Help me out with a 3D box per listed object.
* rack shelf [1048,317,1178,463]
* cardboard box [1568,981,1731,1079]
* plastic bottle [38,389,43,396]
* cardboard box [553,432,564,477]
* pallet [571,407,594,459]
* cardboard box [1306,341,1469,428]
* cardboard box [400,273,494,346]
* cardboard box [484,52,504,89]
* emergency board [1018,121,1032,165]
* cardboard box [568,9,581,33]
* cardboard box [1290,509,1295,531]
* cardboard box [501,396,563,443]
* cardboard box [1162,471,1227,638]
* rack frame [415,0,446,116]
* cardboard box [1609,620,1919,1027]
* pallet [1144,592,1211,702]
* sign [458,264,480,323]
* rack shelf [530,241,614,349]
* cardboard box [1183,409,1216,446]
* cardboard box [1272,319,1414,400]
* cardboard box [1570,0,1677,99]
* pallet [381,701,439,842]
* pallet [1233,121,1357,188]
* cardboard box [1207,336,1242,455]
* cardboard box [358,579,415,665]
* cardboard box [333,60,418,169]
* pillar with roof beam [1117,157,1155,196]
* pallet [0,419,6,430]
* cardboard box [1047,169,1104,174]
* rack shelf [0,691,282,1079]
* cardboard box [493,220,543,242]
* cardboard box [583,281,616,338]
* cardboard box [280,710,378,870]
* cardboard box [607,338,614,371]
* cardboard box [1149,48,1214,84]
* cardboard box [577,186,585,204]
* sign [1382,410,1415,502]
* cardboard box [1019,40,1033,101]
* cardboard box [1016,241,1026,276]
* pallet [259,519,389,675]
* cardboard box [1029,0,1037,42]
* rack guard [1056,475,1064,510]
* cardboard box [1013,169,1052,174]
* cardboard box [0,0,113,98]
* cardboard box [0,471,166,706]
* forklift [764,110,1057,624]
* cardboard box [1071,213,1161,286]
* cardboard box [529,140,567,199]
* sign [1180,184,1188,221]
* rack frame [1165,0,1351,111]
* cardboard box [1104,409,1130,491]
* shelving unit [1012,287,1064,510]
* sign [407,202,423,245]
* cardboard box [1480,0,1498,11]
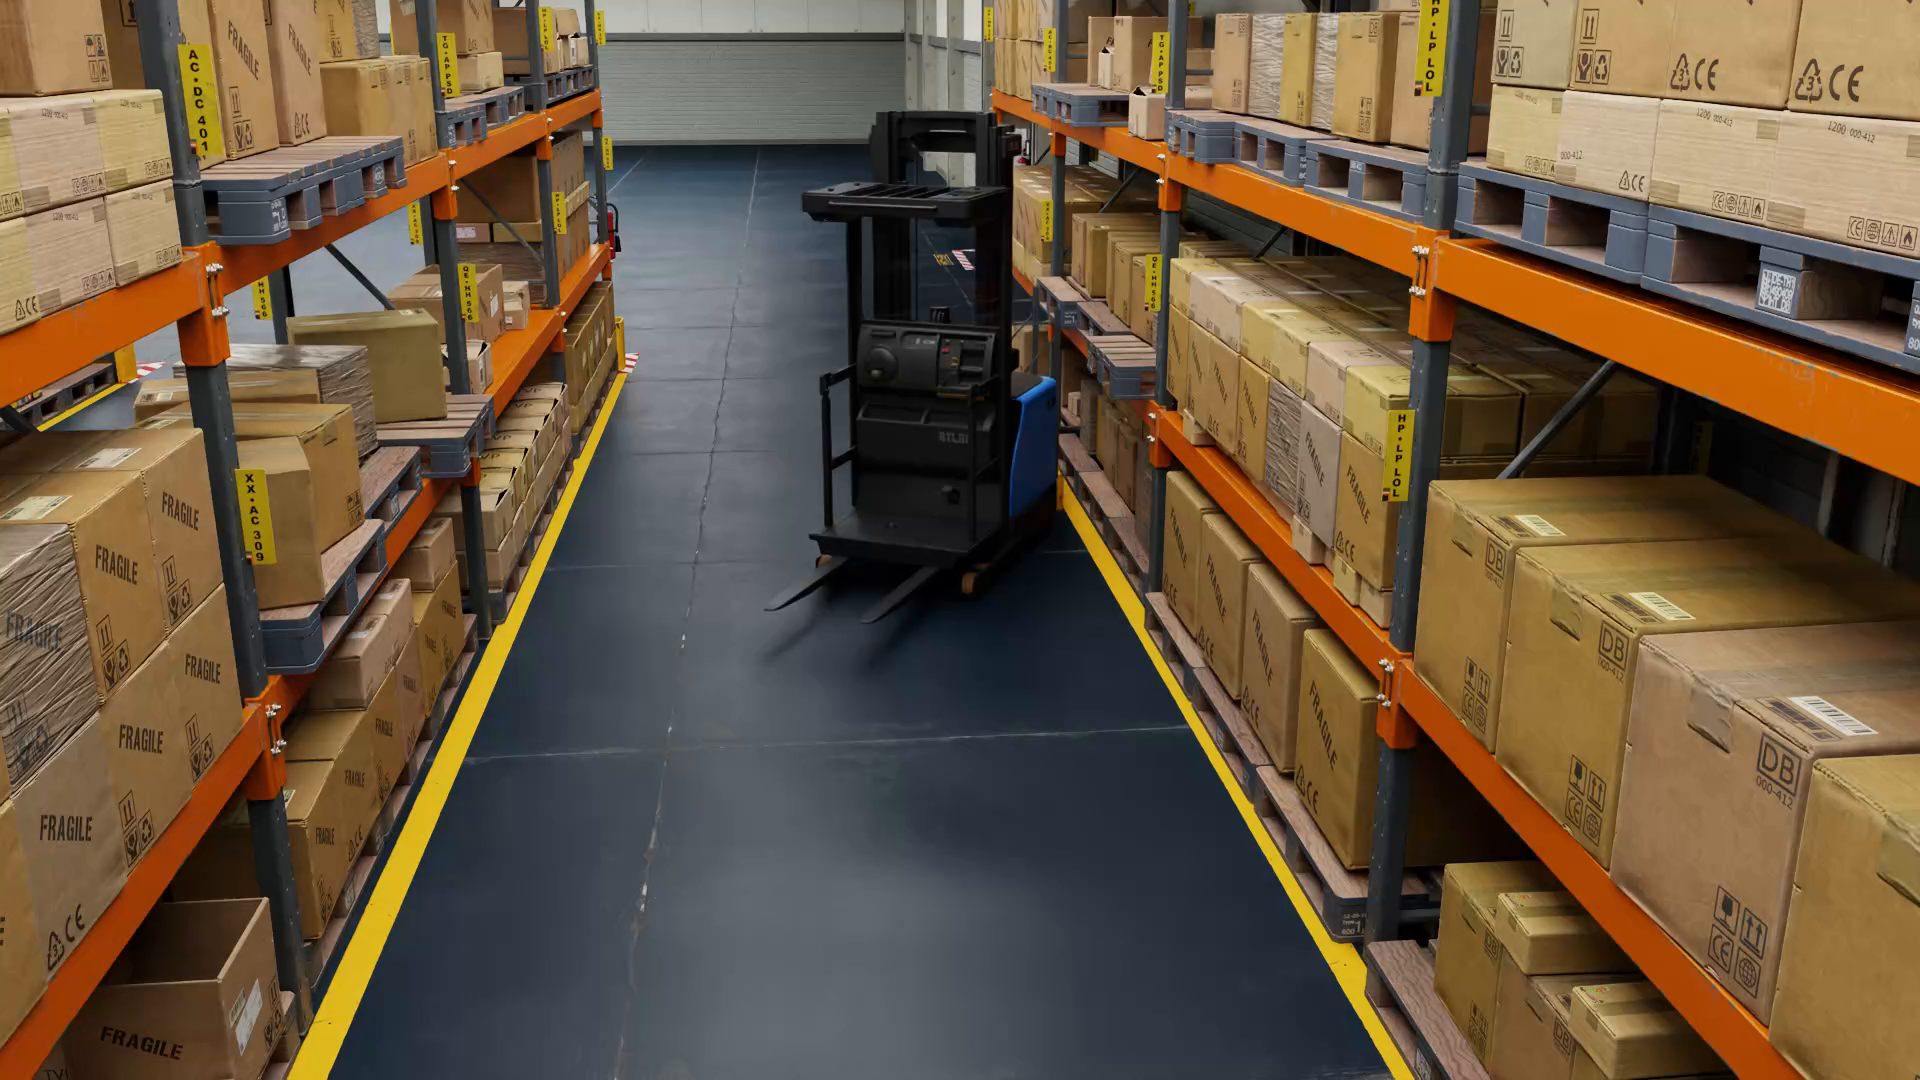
[{"bbox_3d":[1.452,-1.242,11.826,1.077,0.370,4.000,-2,18,-6],"label":"rack shelf"},{"bbox_3d":[1.954,1.374,4.681,0.380,0.149,0.250,-2,18,-7],"label":"cardboard box"},{"bbox_3d":[-8.396,-1.408,15.091,0.097,0.201,0.097,0,17,0],"label":"plastic bottle"},{"bbox_3d":[-3.300,-0.650,12.629,0.500,0.250,0.500,-2,18,-6],"label":"cardboard box"},{"bbox_3d":[-3.722,-0.935,14.302,1.003,0.211,1.213,-2,18,-6],"label":"pallet"},{"bbox_3d":[1.725,-0.638,6.754,0.500,0.250,0.500,-1,17,-4],"label":"cardboard box"},{"bbox_3d":[-3.512,-1.539,11.405,0.500,0.500,0.500,-2,18,-6],"label":"cardboard box"},{"bbox_3d":[-3.627,-3.403,12.050,0.500,0.250,0.500,0,17,0],"label":"cardboard box"},{"bbox_3d":[0.930,-5.716,24.876,0.194,1.169,0.643,-2,18,-6],"label":"emergency board"},{"bbox_3d":[-4.039,-4.795,15.827,0.797,0.503,0.637,-1,17,-2],"label":"cardboard box"},{"bbox_3d":[1.678,-0.084,7.323,0.380,0.149,0.250,-2,18,-6],"label":"cardboard box"},{"bbox_3d":[-3.295,-0.916,12.541,0.500,0.311,0.500,-1,17,-4],"label":"cardboard box"},{"bbox_3d":[1.603,0.059,9.369,0.750,0.750,0.750,-2,18,-6],"label":"cardboard box"},{"bbox_3d":[-3.269,-3.697,8.431,1.000,3.000,0.127,-2,18,-6],"label":"rack frame"},{"bbox_3d":[2.265,0.656,4.080,0.980,0.700,0.700,-3,18,-8],"label":"cardboard box"},{"bbox_3d":[1.664,0.578,9.483,1.003,0.211,1.213,-2,18,-6],"label":"pallet"},{"bbox_3d":[-2.730,-1.369,9.230,0.100,0.325,0.005,-2,18,-6],"label":"sign"},{"bbox_3d":[-3.888,-2.280,15.131,1.077,0.370,4.000,-2,18,-6],"label":"rack shelf"},{"bbox_3d":[1.422,-0.617,9.019,0.380,0.149,0.250,-1,17,-4],"label":"cardboard box"},{"bbox_3d":[1.672,-0.790,7.238,0.500,0.250,0.500,-1,17,-5],"label":"cardboard box"},{"bbox_3d":[1.924,-1.389,4.216,0.500,0.500,0.500,-2,18,-7],"label":"cardboard box"},{"bbox_3d":[-3.107,1.082,7.880,1.003,0.211,1.213,-2,18,-6],"label":"pallet"},{"bbox_3d":[1.896,-1.807,7.733,1.003,0.211,1.213,-1,17,-3],"label":"pallet"},{"bbox_3d":[1.548,-0.732,8.303,0.500,0.500,0.500,-2,18,-6],"label":"cardboard box"},{"bbox_3d":[-2.819,0.382,7.638,0.500,0.250,0.500,-2,18,-7],"label":"cardboard box"},{"bbox_3d":[-3.138,-2.033,7.971,0.910,0.500,0.500,-2,18,-6],"label":"cardboard box"},{"bbox_3d":[-2.517,-5.920,15.511,9.100,9.000,0.400,-2,18,-6],"label":"pillar with roof beam"},{"bbox_3d":[-8.637,-0.746,13.701,1.003,0.211,1.213,-2,18,-6],"label":"pallet"},{"bbox_3d":[1.135,-3.384,16.415,0.500,0.500,0.500,-2,17,-5],"label":"cardboard box"},{"bbox_3d":[-2.650,1.296,3.743,1.077,0.370,4.000,-2,18,-6],"label":"rack shelf"},{"bbox_3d":[-3.516,-2.470,13.287,0.380,0.149,0.250,-2,18,-6],"label":"cardboard box"},{"bbox_3d":[-3.743,-2.314,16.678,0.500,0.500,0.500,-2,18,-6],"label":"cardboard box"},{"bbox_3d":[-2.730,1.029,6.830,0.500,0.500,0.500,-2,17,-5],"label":"cardboard box"},{"bbox_3d":[-3.681,-1.808,16.317,0.500,0.250,0.500,-2,18,-6],"label":"cardboard box"},{"bbox_3d":[1.617,-2.868,10.592,0.797,0.503,0.637,1,17,2],"label":"cardboard box"},{"bbox_3d":[-3.810,-3.314,15.975,0.380,0.149,0.250,-2,18,-6],"label":"cardboard box"},{"bbox_3d":[1.532,-0.293,5.800,0.100,0.325,0.005,-2,18,-6],"label":"sign"},{"bbox_3d":[0.813,-4.127,14.607,0.500,0.500,0.500,-2,18,-8],"label":"cardboard box"},{"bbox_3d":[0.785,-2.549,15.005,0.500,0.250,0.500,-2,18,-6],"label":"cardboard box"},{"bbox_3d":[-2.830,0.207,6.331,1.003,0.211,1.213,-2,18,-6],"label":"pallet"},{"bbox_3d":[0.857,-4.451,13.970,0.500,0.500,0.500,-1,17,-3],"label":"cardboard box"},{"bbox_3d":[0.475,-0.346,12.360,0.587,0.250,0.087,-2,18,-6],"label":"rack guard"},{"bbox_3d":[0.624,-3.369,16.367,0.500,0.500,0.500,-2,18,-5],"label":"cardboard box"},{"bbox_3d":[-2.768,-1.456,4.462,0.700,0.500,0.500,-2,18,-6],"label":"cardboard box"},{"bbox_3d":[-2.491,0.127,4.428,0.500,0.500,0.500,-2,18,-7],"label":"cardboard box"},{"bbox_3d":[-0.295,-1.173,10.519,1.130,2.935,3.031,6,19,20],"label":"forklift"},{"bbox_3d":[1.264,-2.286,13.049,0.700,0.500,0.500,-2,18,-5],"label":"cardboard box"},{"bbox_3d":[-3.889,-3.274,14.765,0.700,0.500,0.500,-2,18,-6],"label":"cardboard box"},{"bbox_3d":[1.797,-2.752,13.501,0.100,0.325,0.005,-2,18,-6],"label":"sign"},{"bbox_3d":[1.658,-3.852,8.922,1.000,3.000,0.127,-2,18,-6],"label":"rack frame"},{"bbox_3d":[1.454,-0.674,12.255,0.700,0.500,0.500,-2,17,-5],"label":"cardboard box"},{"bbox_3d":[0.421,-1.091,12.646,0.587,1.500,1.083,-2,18,-6],"label":"shelving unit"},{"bbox_3d":[-4.233,-2.460,12.928,0.100,0.325,0.005,-2,18,-6],"label":"sign"},{"bbox_3d":[2.110,-2.110,6.230,0.500,0.250,0.500,-1,17,-2],"label":"cardboard box"}]
